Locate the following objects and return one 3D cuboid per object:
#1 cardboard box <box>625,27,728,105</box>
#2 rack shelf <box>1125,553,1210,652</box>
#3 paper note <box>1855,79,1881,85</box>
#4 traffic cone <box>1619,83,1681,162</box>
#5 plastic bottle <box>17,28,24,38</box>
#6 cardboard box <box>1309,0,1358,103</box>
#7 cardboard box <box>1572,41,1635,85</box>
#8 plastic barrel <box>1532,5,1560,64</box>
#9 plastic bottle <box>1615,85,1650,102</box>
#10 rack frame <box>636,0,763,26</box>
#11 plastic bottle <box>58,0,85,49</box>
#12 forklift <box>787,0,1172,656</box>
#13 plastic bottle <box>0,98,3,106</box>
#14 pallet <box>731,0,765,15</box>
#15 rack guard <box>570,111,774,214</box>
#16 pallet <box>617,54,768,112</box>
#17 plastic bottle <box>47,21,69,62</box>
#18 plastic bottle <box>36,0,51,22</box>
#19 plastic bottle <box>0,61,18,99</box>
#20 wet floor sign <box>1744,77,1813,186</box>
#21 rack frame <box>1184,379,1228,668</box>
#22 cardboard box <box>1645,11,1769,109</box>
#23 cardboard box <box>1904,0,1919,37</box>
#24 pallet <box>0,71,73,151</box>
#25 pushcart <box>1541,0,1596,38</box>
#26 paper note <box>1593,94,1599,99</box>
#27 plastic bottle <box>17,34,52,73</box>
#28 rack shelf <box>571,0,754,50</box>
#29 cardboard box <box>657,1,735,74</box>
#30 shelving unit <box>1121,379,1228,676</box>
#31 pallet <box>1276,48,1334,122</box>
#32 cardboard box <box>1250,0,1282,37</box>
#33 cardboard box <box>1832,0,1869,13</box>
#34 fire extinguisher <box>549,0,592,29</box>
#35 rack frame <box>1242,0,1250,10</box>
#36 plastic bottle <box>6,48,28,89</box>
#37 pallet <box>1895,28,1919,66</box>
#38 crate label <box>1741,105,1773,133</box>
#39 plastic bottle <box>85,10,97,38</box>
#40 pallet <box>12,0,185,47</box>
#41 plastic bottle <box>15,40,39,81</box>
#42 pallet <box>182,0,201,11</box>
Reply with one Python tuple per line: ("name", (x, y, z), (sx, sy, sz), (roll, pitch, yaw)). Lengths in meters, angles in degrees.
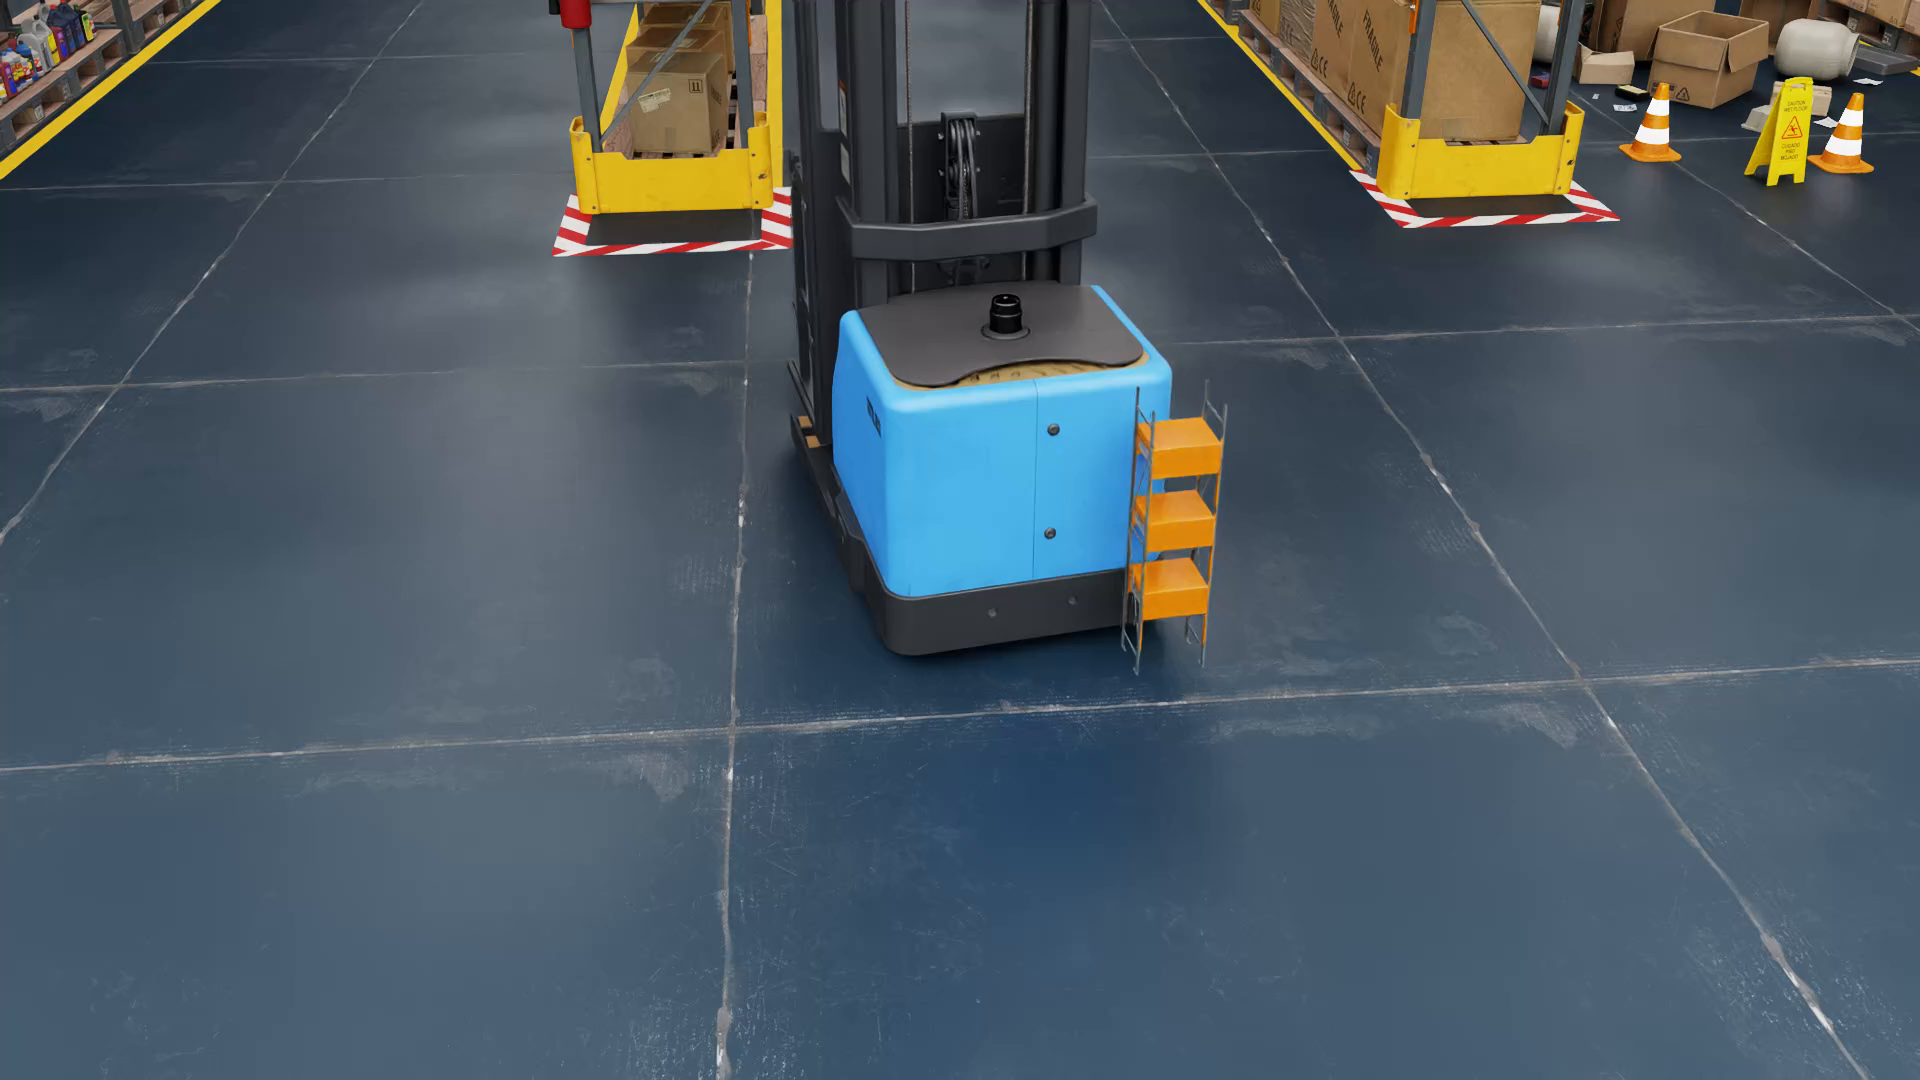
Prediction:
("cardboard box", (-1.862, -3.060, 10.976), (0.500, 0.500, 0.500), (5, 31, 8))
("rack shelf", (0.733, 0.220, 5.921), (0.240, 0.259, 0.215), (-6, 31, -10))
("paper note", (6.828, -3.451, 12.497), (0.142, 0.019, 0.148), (-14, 33, -22))
("traffic cone", (4.582, -2.766, 10.929), (0.336, 0.463, 0.334), (-3, 31, -5))
("plastic bottle", (-6.739, -3.561, 12.007), (0.061, 0.283, 0.133), (-3, 31, -5))
("cardboard box", (3.004, -3.576, 11.474), (0.875, 0.875, 0.875), (-3, 31, -5))
("cardboard box", (4.838, -3.595, 12.509), (0.396, 0.266, 0.258), (2, 31, 4))
("plastic barrel", (4.477, -3.946, 12.944), (0.512, 0.421, 0.421), (20, 36, 29))
("plastic bottle", (4.900, -3.280, 12.181), (0.133, 0.061, 0.283), (-14, 33, -22))
("rack frame", (-2.104, -5.372, 12.818), (1.000, 3.000, 0.127), (-3, 31, -5))
("plastic bottle", (-6.688, -3.871, 12.460), (0.144, 0.351, 0.185), (-4, 31, -6))
("forklift", (-0.126, -1.591, 6.556), (1.130, 2.935, 3.031), (-8, 32, -13))
("plastic bottle", (-6.520, -3.050, 11.163), (0.097, 0.271, 0.097), (0, 31, 0))
("pallet", (-2.178, -4.572, 14.199), (1.003, 0.211, 1.213), (-3, 31, -5))
("rack guard", (-1.737, -2.295, 10.105), (1.175, 0.500, 0.348), (-3, 31, -5))
("pallet", (-1.889, -3.209, 11.917), (1.003, 0.211, 1.213), (-3, 31, -5))
("plastic bottle", (-6.613, -3.663, 12.177), (0.061, 0.283, 0.133), (-1, 31, -1))
("plastic bottle", (-6.831, -3.864, 12.448), (0.144, 0.351, 0.185), (-3, 31, -5))
("plastic bottle", (-6.523, -3.172, 11.355), (0.061, 0.283, 0.133), (-2, 31, -4))
("wet floor sign", (5.192, -2.585, 10.448), (0.267, 0.644, 0.232), (-8, 32, -13))
("rack frame", (0.852, -0.040, 5.793), (0.008, 1.050, 0.200), (-6, 31, -10))
("cardboard box", (5.452, -3.508, 12.133), (0.637, 0.503, 0.797), (27, 40, 37))
("cardboard box", (7.662, -3.990, 12.776), (0.500, 0.250, 0.500), (-3, 31, -5))
("pallet", (-6.897, -2.968, 11.513), (1.003, 0.211, 1.213), (-3, 31, -5))
("pushcart", (5.498, -4.586, 14.060), (1.648, 0.377, 0.936), (-14, 33, -22))
("paper note", (4.659, -3.250, 12.181), (0.032, 0.001, 0.123), (13, 33, 21))
("plastic bottle", (-6.629, -3.493, 11.900), (0.152, 0.276, 0.135), (-2, 31, -4))
("rack shelf", (-1.917, -4.042, 11.293), (1.077, 0.370, 4.000), (-3, 31, -5))
("cardboard box", (-1.909, -3.668, 11.993), (0.500, 0.500, 0.500), (-5, 31, -9))
("shelving unit", (0.733, -0.028, 5.773), (0.252, 1.050, 0.215), (-6, 31, -10))
("pallet", (2.954, -3.344, 12.143), (1.003, 0.211, 1.213), (-3, 31, -5))
("cardboard box", (2.833, -4.501, 13.024), (0.875, 0.875, 0.875), (-2, 31, -4))
("cardboard box", (7.549, -4.532, 13.685), (0.500, 0.250, 0.500), (-4, 31, -7))
("fire extinguisher", (-2.178, -3.216, 9.284), (0.296, 0.674, 0.183), (-3, 31, -5))
("rack frame", (2.844, -5.558, 13.130), (1.000, 3.000, 0.127), (-3, 31, -5))
("plastic bottle", (-6.562, -3.277, 11.542), (0.097, 0.271, 0.097), (0, 31, 0))
("pallet", (7.978, -3.684, 12.712), (1.003, 0.211, 1.213), (-3, 31, -5))
("crate label", (5.603, -2.905, 11.480), (0.250, 0.136, 0.298), (-20, 36, -30))
("plastic bottle", (-6.691, -3.952, 12.741), (0.097, 0.201, 0.097), (0, 31, 0))
("pallet", (-7.147, -4.336, 13.804), (1.003, 0.211, 1.213), (-3, 31, -5))
("plastic bottle", (-6.581, -3.380, 11.715), (0.097, 0.271, 0.097), (0, 31, 0))
("pallet", (-7.264, -4.961, 14.849), (1.003, 0.211, 1.213), (-3, 31, -5))
